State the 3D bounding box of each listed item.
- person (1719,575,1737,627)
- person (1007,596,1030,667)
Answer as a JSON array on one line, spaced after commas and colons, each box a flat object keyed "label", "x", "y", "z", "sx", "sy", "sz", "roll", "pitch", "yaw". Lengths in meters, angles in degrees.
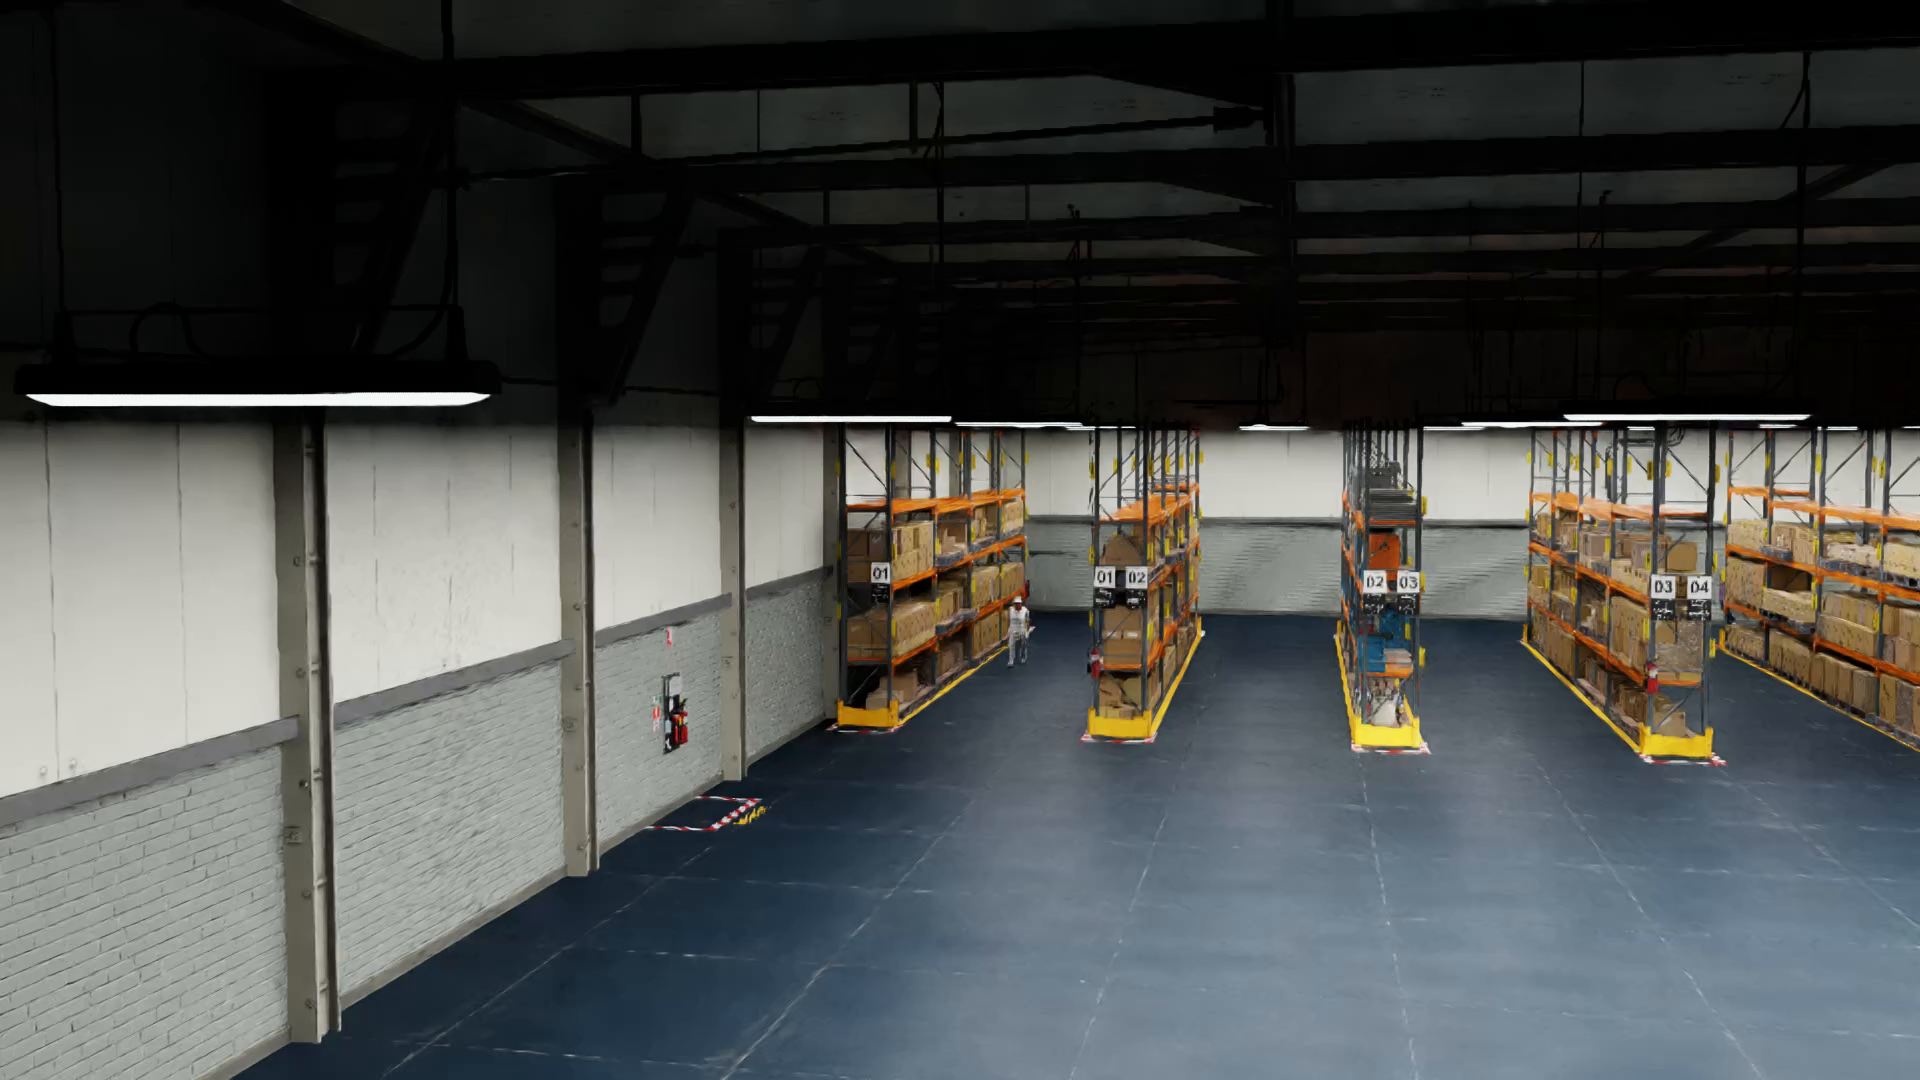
[{"label": "person", "x": 22.418, "y": 1.771, "z": 48.566, "sx": 0.411, "sy": 1.587, "sz": 0.558, "roll": -1, "pitch": 4, "yaw": -18}, {"label": "person", "x": 1.430, "y": 2.218, "z": 40.674, "sx": 0.563, "sy": 1.707, "sz": 1.127, "roll": 1, "pitch": 4, "yaw": 9}]
